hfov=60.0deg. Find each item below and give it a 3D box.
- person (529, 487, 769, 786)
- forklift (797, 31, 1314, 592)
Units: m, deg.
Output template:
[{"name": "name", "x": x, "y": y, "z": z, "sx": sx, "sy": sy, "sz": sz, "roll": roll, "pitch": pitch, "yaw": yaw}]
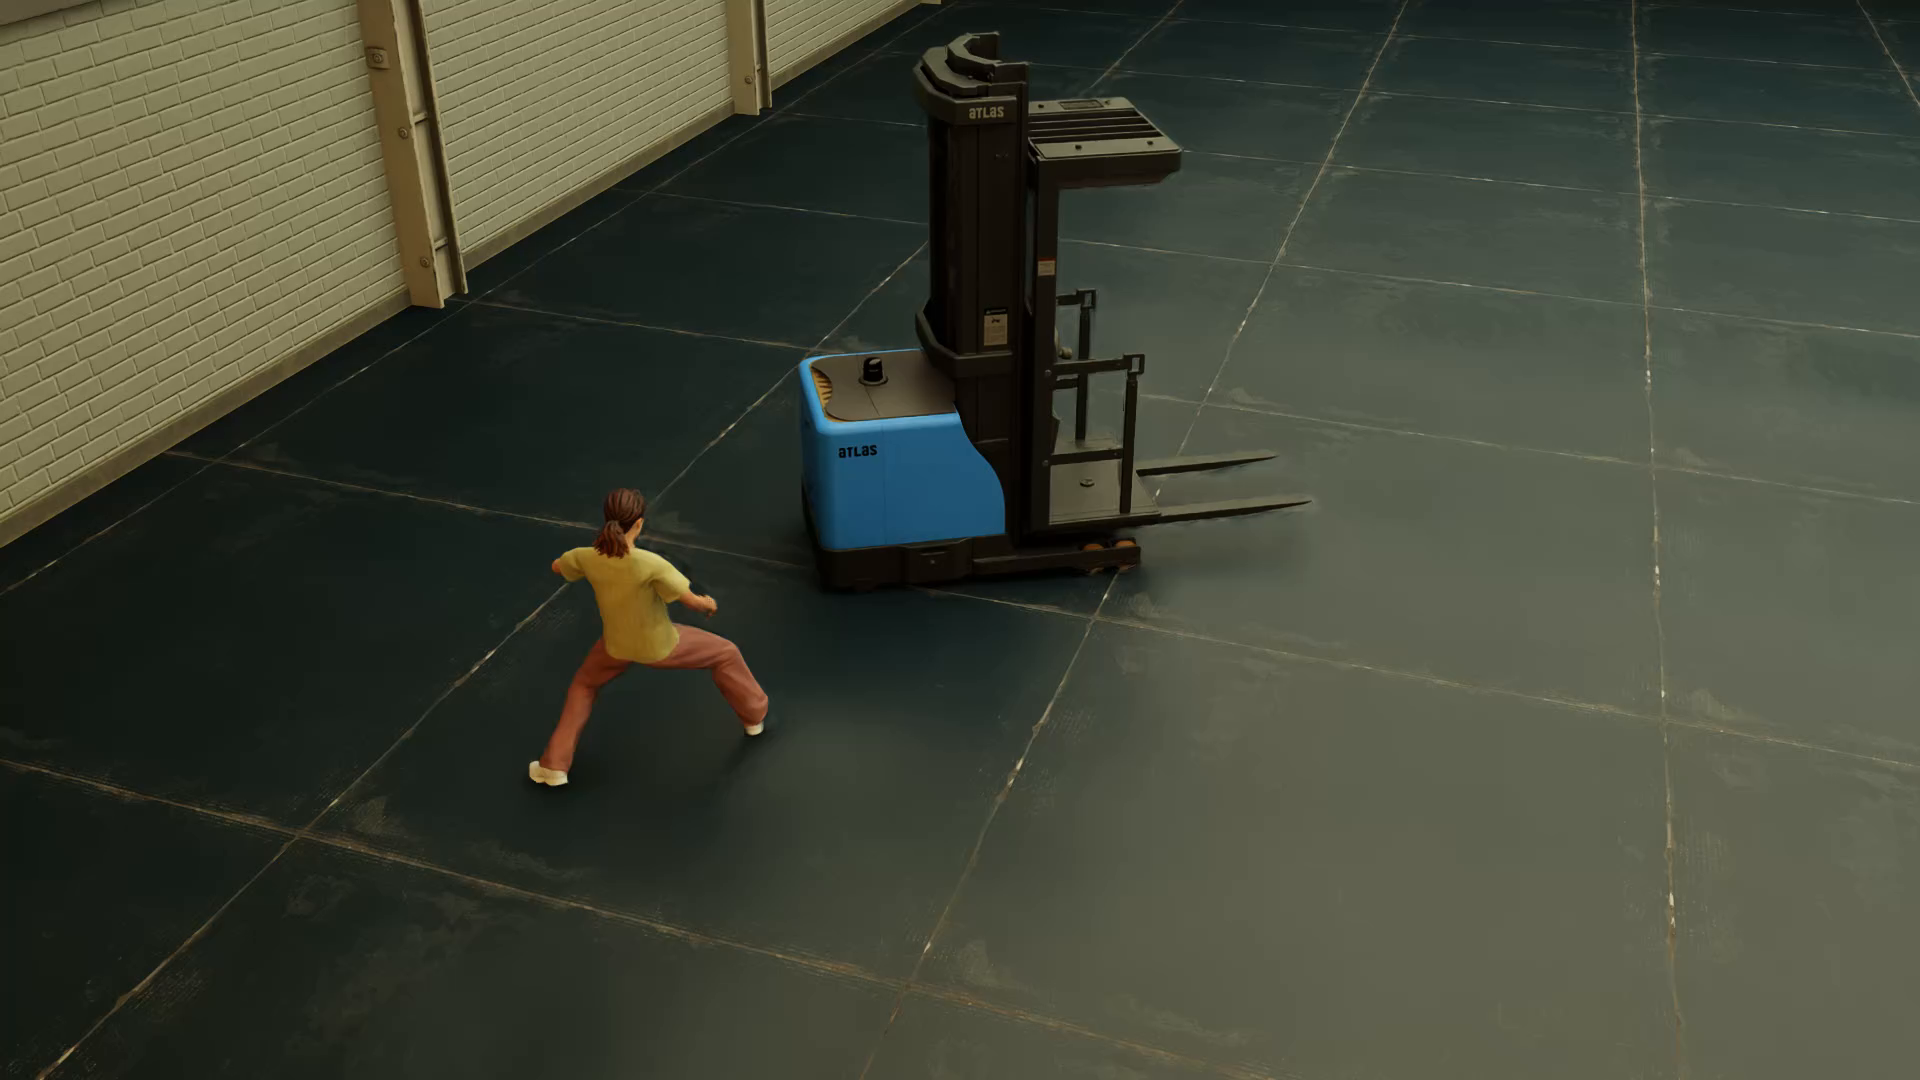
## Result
[{"name": "person", "x": -1.534, "y": 0.390, "z": 7.937, "sx": 1.025, "sy": 1.519, "sz": 0.953, "roll": 7, "pitch": 31, "yaw": 13}, {"name": "forklift", "x": 0.598, "y": -1.334, "z": 9.477, "sx": 3.031, "sy": 2.935, "sz": 1.130, "roll": -6, "pitch": 30, "yaw": -10}]
